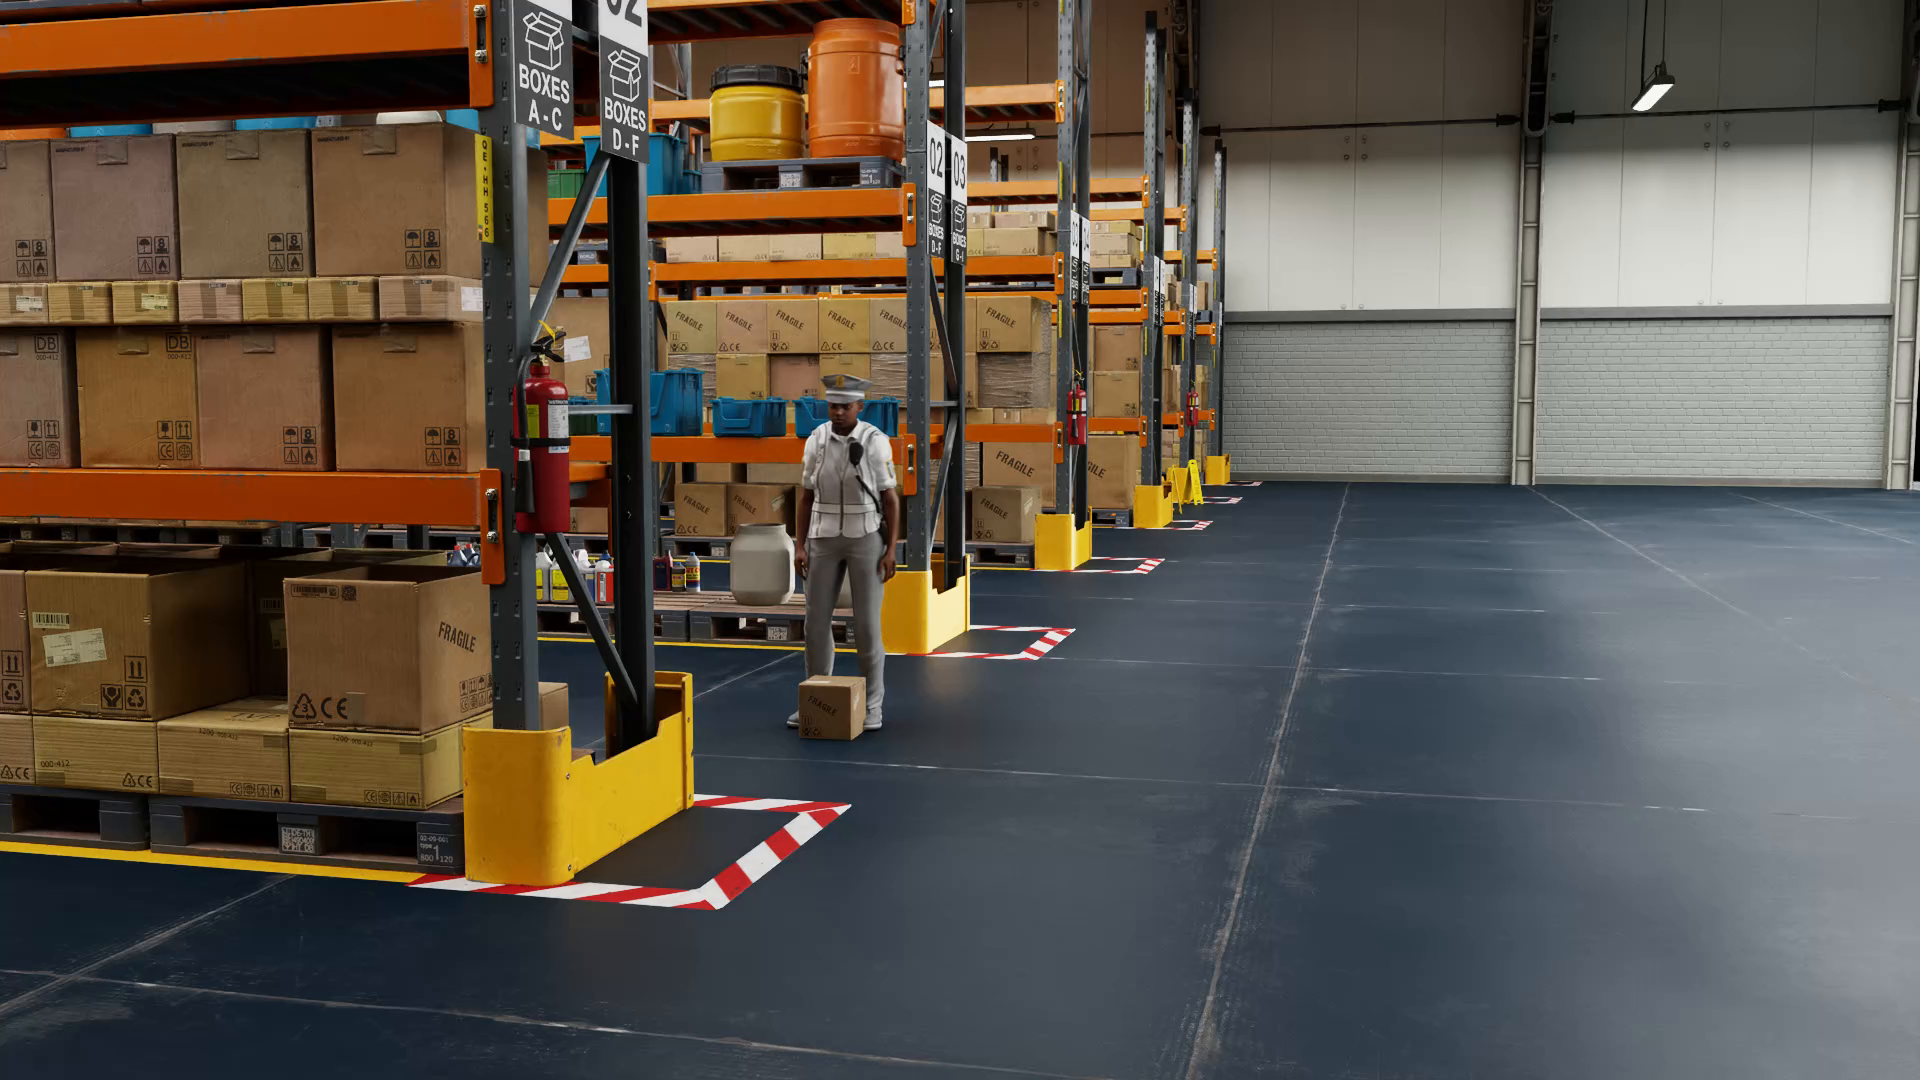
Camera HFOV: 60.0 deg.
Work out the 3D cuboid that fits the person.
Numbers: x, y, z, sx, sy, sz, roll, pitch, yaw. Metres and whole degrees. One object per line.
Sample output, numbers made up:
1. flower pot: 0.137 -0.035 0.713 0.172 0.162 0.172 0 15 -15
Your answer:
1. person: -0.543 0.053 7.837 0.515 1.657 0.400 1 5 13
